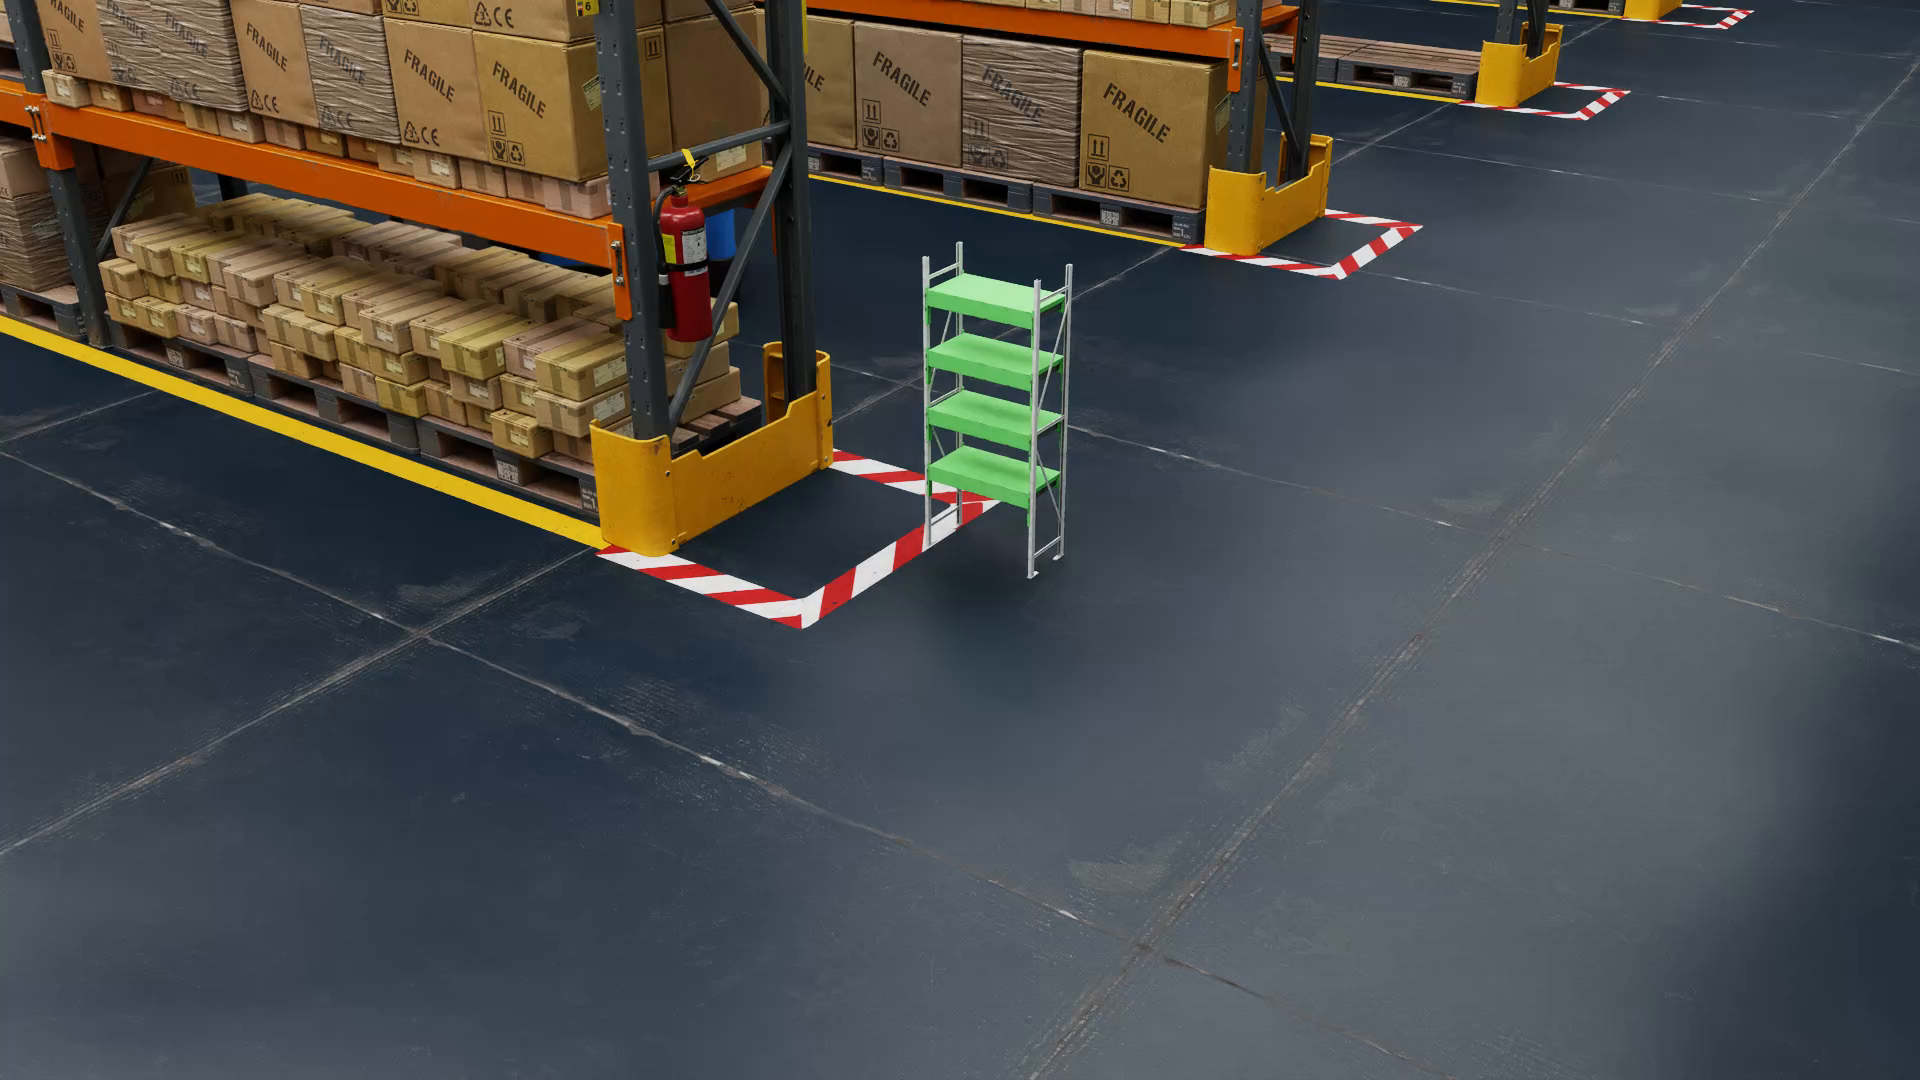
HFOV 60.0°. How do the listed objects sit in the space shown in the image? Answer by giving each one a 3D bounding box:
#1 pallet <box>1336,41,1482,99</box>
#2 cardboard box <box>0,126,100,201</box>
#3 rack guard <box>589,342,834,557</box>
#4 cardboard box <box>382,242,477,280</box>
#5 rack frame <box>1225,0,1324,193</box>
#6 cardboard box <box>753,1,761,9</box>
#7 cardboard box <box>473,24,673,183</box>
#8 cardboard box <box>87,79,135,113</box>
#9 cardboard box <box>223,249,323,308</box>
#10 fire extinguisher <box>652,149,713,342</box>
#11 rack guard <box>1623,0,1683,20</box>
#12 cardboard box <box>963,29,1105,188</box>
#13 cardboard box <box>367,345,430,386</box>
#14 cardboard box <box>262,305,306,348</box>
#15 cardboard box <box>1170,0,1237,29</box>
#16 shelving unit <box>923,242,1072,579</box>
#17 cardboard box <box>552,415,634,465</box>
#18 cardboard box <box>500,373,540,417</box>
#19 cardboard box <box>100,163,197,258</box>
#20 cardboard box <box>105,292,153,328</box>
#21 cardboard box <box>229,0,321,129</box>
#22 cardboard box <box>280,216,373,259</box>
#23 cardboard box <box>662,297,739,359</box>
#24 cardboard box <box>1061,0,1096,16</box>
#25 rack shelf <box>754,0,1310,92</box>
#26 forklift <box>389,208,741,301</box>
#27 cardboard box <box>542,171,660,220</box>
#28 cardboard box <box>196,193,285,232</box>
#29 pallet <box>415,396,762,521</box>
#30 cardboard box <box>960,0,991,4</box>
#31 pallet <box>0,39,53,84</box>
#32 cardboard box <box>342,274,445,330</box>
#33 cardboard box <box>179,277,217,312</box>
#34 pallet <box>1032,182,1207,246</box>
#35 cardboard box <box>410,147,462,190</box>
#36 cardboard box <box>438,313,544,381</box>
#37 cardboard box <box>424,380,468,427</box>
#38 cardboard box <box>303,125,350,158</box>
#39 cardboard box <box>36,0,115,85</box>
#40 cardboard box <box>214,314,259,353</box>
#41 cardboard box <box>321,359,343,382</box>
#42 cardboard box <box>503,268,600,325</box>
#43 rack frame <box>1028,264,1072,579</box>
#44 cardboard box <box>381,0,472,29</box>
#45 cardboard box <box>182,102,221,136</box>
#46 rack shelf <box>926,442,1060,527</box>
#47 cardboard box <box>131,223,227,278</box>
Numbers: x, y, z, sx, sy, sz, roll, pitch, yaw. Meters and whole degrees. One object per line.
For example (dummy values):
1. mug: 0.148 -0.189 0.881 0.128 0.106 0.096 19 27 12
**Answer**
1. pallet: 4.088 -4.163 14.698 1.213 0.211 1.003 17 32 30
2. cardboard box: -5.004 -2.031 8.899 0.500 0.250 0.500 16 31 29
3. rack guard: -1.012 -0.405 6.995 0.348 0.500 1.175 17 32 30
4. cardboard box: -2.546 -1.302 8.026 0.250 0.149 0.380 17 32 30
5. rack frame: 1.942 -3.328 9.982 0.127 3.000 1.000 17 32 30
6. cardboard box: -1.894 -3.752 12.695 0.875 0.875 1.225 17 32 30
7. cardboard box: -1.466 -1.696 6.337 0.500 0.500 0.500 18 32 31
8. cardboard box: -3.943 -2.181 8.006 0.250 0.149 0.380 18 32 32
9. cardboard box: -3.259 -1.249 7.921 0.250 0.149 0.380 18 32 31
10. fire extinguisher: -1.003 -1.062 6.025 0.183 0.674 0.296 17 32 30
11. rack guard: 7.491 -5.936 17.863 0.348 0.500 1.175 17 32 30
12. cardboard box: 0.619 -2.936 11.092 0.875 0.875 0.875 17 32 30
13. cardboard box: -2.410 -0.838 7.443 0.250 0.149 0.380 18 32 31
14. cardboard box: -3.042 -1.044 7.847 0.250 0.149 0.380 17 32 30
15. cardboard box: 1.462 -3.184 9.977 0.250 0.149 0.380 18 32 31
16. shelving unit: 0.137 -0.492 6.394 0.503 1.200 0.258 17 32 30
17. cardboard box: -1.501 -0.473 7.053 0.250 0.149 0.380 18 32 31
18. cardboard box: -1.731 -0.665 7.101 0.250 0.149 0.380 16 31 29
19. cardboard box: -4.706 -1.889 9.447 0.500 0.500 0.500 19 32 32
20. cardboard box: -4.128 -1.230 8.539 0.250 0.149 0.380 16 31 28
21. cardboard box: -2.716 -2.089 7.108 0.500 0.500 0.500 19 33 33
22. cardboard box: -3.194 -1.507 8.427 0.250 0.149 0.380 18 32 32
23. cardboard box: -1.189 -0.943 7.320 0.250 0.149 0.380 16 31 28
24. cardboard box: 0.834 -3.380 10.361 0.250 0.149 0.380 18 32 31
25. rack shelf: 0.293 -3.521 11.154 4.000 0.370 1.077 17 32 30
26. forklift: -2.777 -2.708 8.839 3.031 2.935 1.130 -3 27 -6
27. cardboard box: -1.378 -1.366 6.403 0.250 0.149 0.380 17 32 30
28. cardboard box: -3.806 -1.714 8.836 0.250 0.149 0.380 18 32 32
29. pallet: -1.662 -0.498 7.496 1.213 0.211 1.003 17 32 30
30. cardboard box: 0.202 -3.577 10.748 0.250 0.149 0.380 18 32 31
31. pallet: -4.794 -2.692 8.944 1.213 0.211 1.003 17 32 30
32. cardboard box: -2.574 -1.075 7.579 0.250 0.149 0.380 16 31 29
33. cardboard box: -3.648 -1.283 8.315 0.250 0.149 0.380 17 32 30
34. pallet: 1.239 -2.261 10.960 1.213 0.211 1.003 17 32 30
35. cardboard box: -2.001 -1.559 6.783 0.250 0.149 0.380 18 32 32
36. cardboard box: -1.989 -0.827 7.093 0.250 0.149 0.380 17 31 29
37. cardboard box: -2.151 -0.660 7.420 0.250 0.149 0.380 18 32 31
38. cardboard box: -2.618 -1.791 7.240 0.250 0.149 0.380 18 32 31
39. cardboard box: -3.981 -2.482 7.882 0.500 0.500 0.500 17 31 29
40. cardboard box: -3.437 -1.070 8.226 0.250 0.149 0.380 17 31 29
41. cardboard box: -2.776 -0.873 7.838 0.250 0.149 0.380 18 32 32
42. cardboard box: -1.871 -1.114 7.656 0.250 0.149 0.380 16 31 28
43. rack frame: 0.338 -0.430 6.271 0.015 1.200 0.240 17 32 30
44. cardboard box: -1.885 -2.277 6.376 0.500 0.500 0.500 16 31 29
45. cardboard box: -3.302 -1.971 7.593 0.250 0.149 0.380 18 32 31
46. rack shelf: 0.136 -0.221 6.532 0.480 0.148 0.258 17 32 30
47. cardboard box: -3.886 -1.450 8.316 0.250 0.149 0.380 19 33 33
